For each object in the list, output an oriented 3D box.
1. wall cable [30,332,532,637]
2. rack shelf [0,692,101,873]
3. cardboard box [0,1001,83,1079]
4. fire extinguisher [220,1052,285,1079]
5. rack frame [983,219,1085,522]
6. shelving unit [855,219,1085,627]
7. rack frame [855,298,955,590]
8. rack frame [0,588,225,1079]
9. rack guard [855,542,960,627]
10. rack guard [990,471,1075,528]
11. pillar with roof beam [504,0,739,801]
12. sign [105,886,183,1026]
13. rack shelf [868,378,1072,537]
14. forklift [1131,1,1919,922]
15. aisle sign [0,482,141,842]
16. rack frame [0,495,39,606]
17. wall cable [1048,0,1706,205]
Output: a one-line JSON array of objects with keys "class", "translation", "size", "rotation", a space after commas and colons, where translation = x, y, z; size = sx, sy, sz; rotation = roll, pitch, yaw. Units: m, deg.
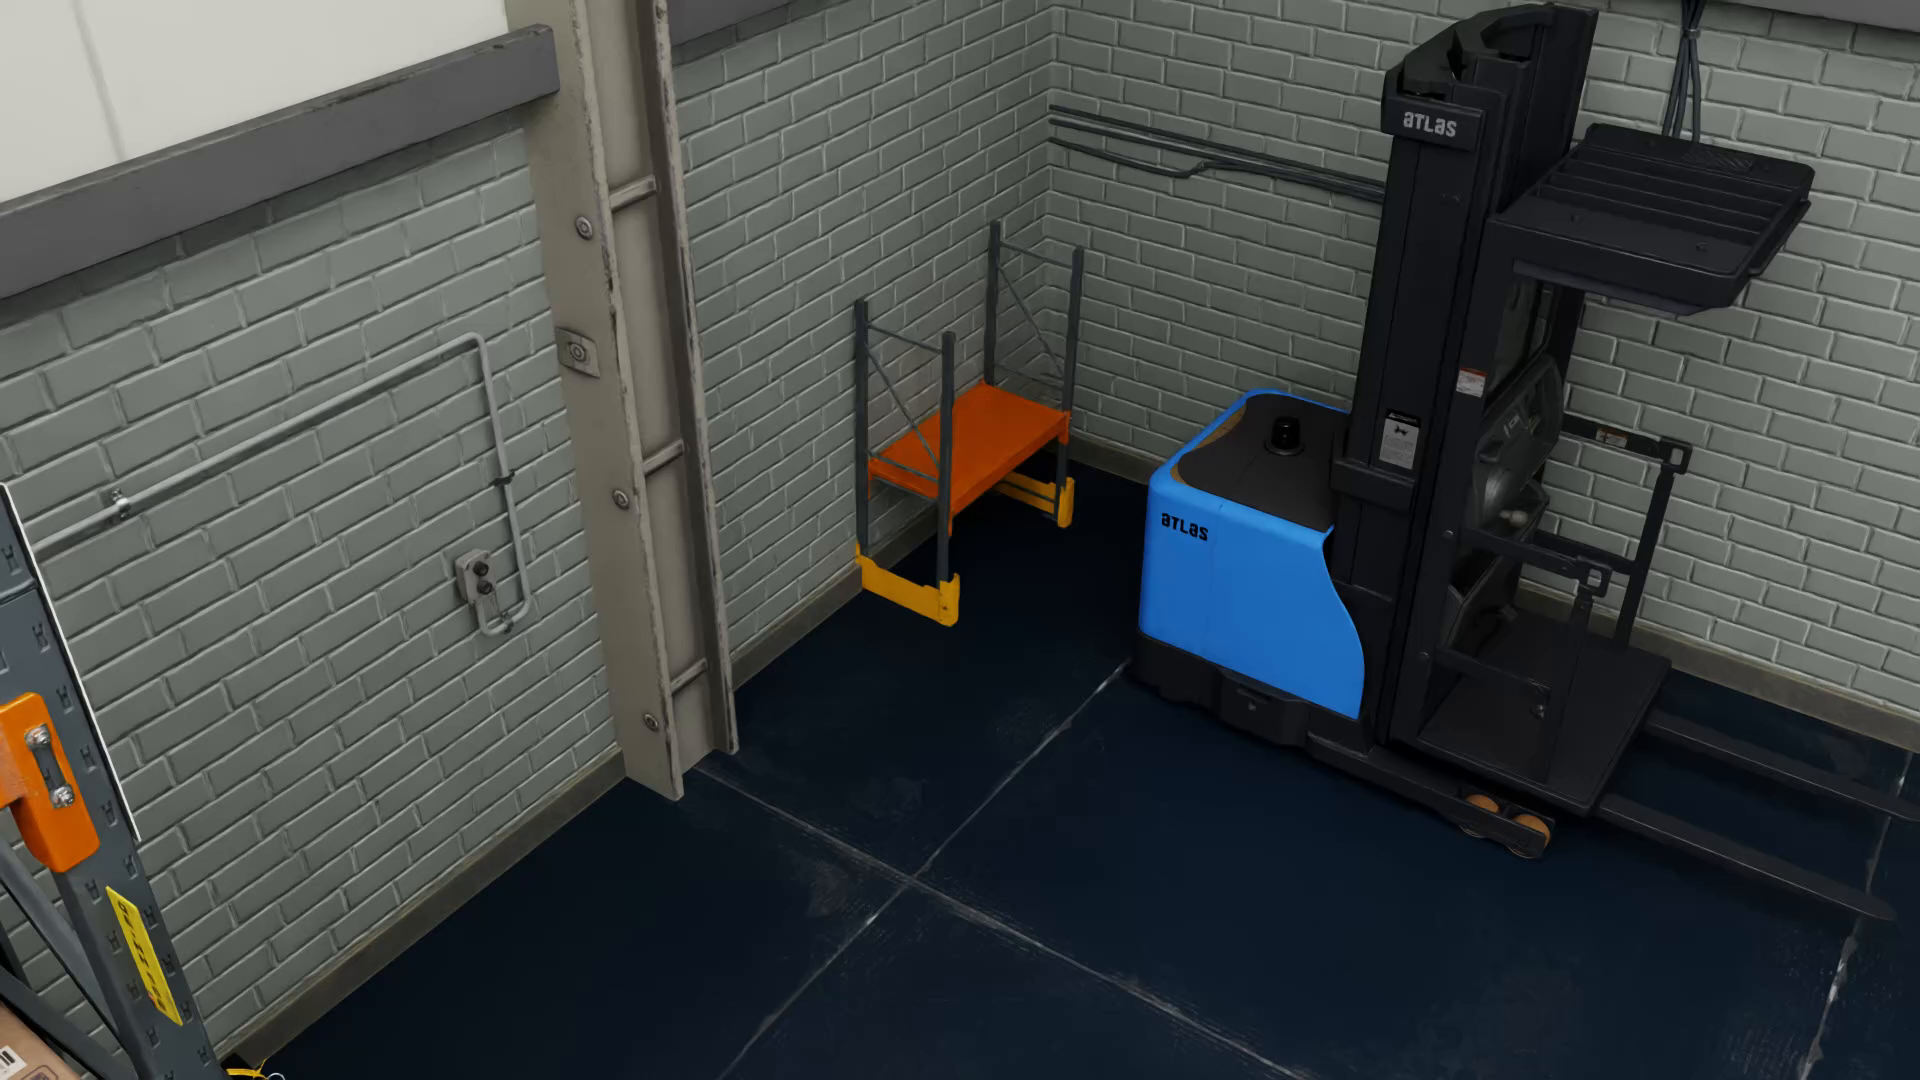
[{"class": "wall cable", "translation": [-2.034, -0.122, 4.846], "size": [0.084, 1.984, 1.851], "rotation": [21, 39, 28]}, {"class": "rack shelf", "translation": [-3.127, 1.166, 1.813], "size": [1.077, 0.370, 4.000], "rotation": [21, 39, 28]}, {"class": "cardboard box", "translation": [-2.269, 1.304, 3.377], "size": [0.980, 0.700, 0.700], "rotation": [23, 40, 30]}, {"class": "fire extinguisher", "translation": [-1.521, 1.454, 3.823], "size": [0.296, 0.674, 0.183], "rotation": [21, 39, 28]}, {"class": "rack frame", "translation": [0.330, -0.788, 8.058], "size": [0.500, 1.500, 0.032], "rotation": [23, 40, 27]}, {"class": "shelving unit", "translation": [0.044, -0.558, 7.719], "size": [0.587, 1.500, 1.083], "rotation": [23, 40, 27]}, {"class": "rack frame", "translation": [-0.253, -0.320, 7.369], "size": [0.500, 1.500, 0.032], "rotation": [23, 40, 27]}, {"class": "rack frame", "translation": [-1.987, 1.190, 3.813], "size": [1.000, 3.000, 0.127], "rotation": [21, 39, 28]}, {"class": "rack guard", "translation": [-0.260, 0.180, 7.743], "size": [0.587, 0.250, 0.087], "rotation": [23, 40, 27]}, {"class": "rack guard", "translation": [0.312, -0.278, 8.418], "size": [0.587, 0.250, 0.087], "rotation": [23, 40, 27]}, {"class": "pillar with roof beam", "translation": [2.379, -1.439, 2.345], "size": [9.100, 9.000, 0.400], "rotation": [21, 39, 28]}, {"class": "sign", "translation": [-1.549, 0.792, 3.156], "size": [0.100, 0.325, 0.005], "rotation": [21, 39, 28]}, {"class": "rack shelf", "translation": [0.033, -0.408, 7.817], "size": [0.538, 0.185, 1.000], "rotation": [23, 40, 27]}, {"class": "forklift", "translation": [2.248, -0.325, 6.115], "size": [3.031, 2.935, 1.130], "rotation": [22, 40, 29]}, {"class": "aisle sign", "translation": [-1.699, 0.176, 2.992], "size": [0.394, 0.787, 0.004], "rotation": [21, 39, 28]}, {"class": "rack frame", "translation": [-1.987, -1.295, 2.132], "size": [1.000, 3.000, 0.127], "rotation": [21, 39, 28]}, {"class": "wall cable", "translation": [1.532, -2.498, 6.682], "size": [3.097, 2.526, 0.112], "rotation": [21, 39, 28]}]
